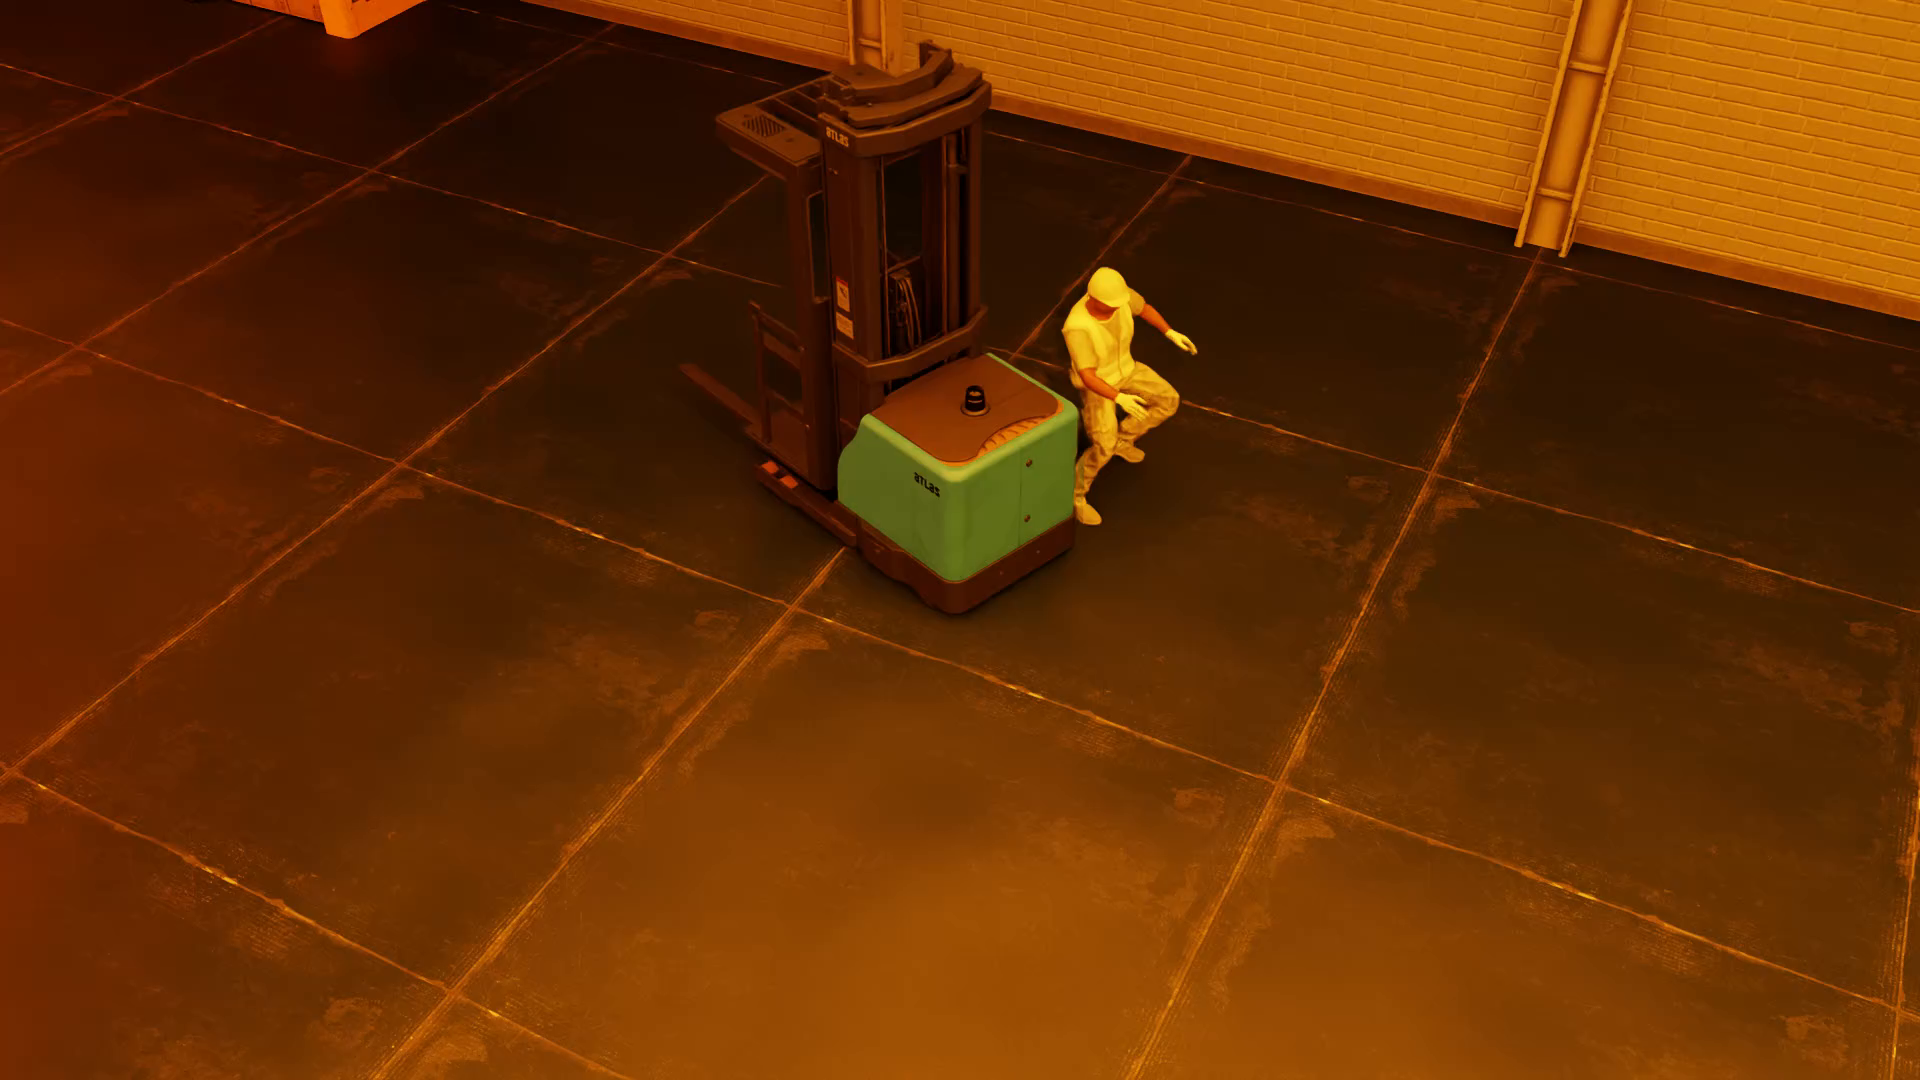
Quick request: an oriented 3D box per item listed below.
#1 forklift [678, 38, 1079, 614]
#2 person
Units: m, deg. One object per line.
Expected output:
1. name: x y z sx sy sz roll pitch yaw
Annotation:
1. forklift: -0.661 -1.559 9.838 1.130 2.935 3.031 -30 49 -31
2. person: 1.022 -0.950 10.166 0.796 1.576 0.921 33 50 33
